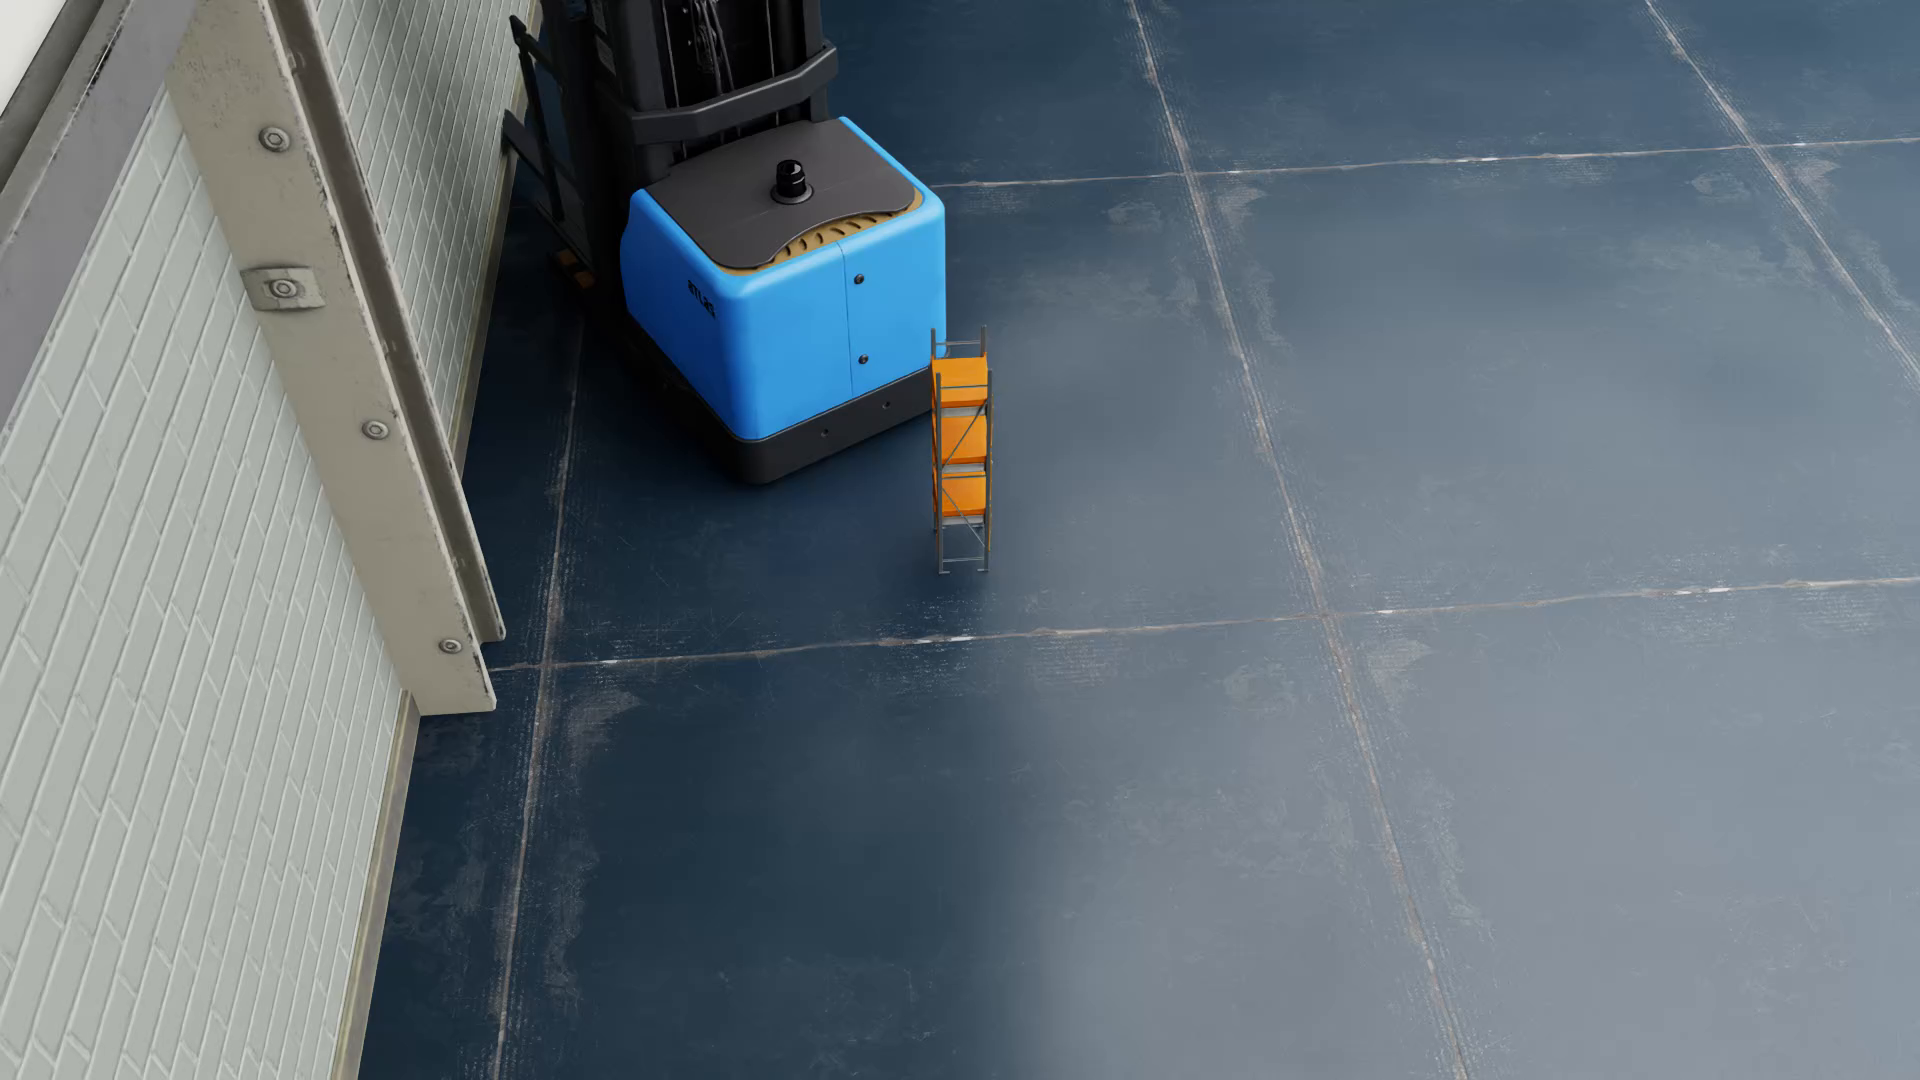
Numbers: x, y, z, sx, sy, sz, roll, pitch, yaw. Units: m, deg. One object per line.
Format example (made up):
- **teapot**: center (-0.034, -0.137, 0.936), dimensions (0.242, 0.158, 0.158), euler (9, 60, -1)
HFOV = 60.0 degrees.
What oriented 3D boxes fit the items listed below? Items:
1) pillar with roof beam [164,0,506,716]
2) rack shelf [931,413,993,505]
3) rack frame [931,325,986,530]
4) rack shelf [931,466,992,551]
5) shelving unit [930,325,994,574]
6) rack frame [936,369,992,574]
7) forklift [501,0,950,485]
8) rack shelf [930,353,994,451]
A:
- **pillar with roof beam**: center (2.399, -2.859, 3.260), dimensions (9.100, 9.000, 0.400), euler (-3, 47, -3)
- **rack shelf**: center (0.005, -0.315, 6.340), dimensions (0.215, 0.259, 0.240), euler (-3, 47, -3)
- **rack frame**: center (-0.006, -0.411, 6.416), dimensions (0.200, 1.050, 0.008), euler (-3, 47, -3)
- **rack shelf**: center (0.004, -0.124, 6.542), dimensions (0.215, 0.259, 0.240), euler (-3, 47, -3)
- **shelving unit**: center (0.005, -0.322, 6.332), dimensions (0.215, 1.050, 0.252), euler (-3, 47, -3)
- **rack frame**: center (0.015, -0.234, 6.249), dimensions (0.200, 1.050, 0.008), euler (-3, 47, -3)
- **forklift**: center (-1.286, -2.280, 6.890), dimensions (1.130, 2.935, 3.031), euler (-26, 52, -23)
- **rack shelf**: center (0.005, -0.510, 6.134), dimensions (0.215, 0.259, 0.240), euler (-3, 47, -3)
